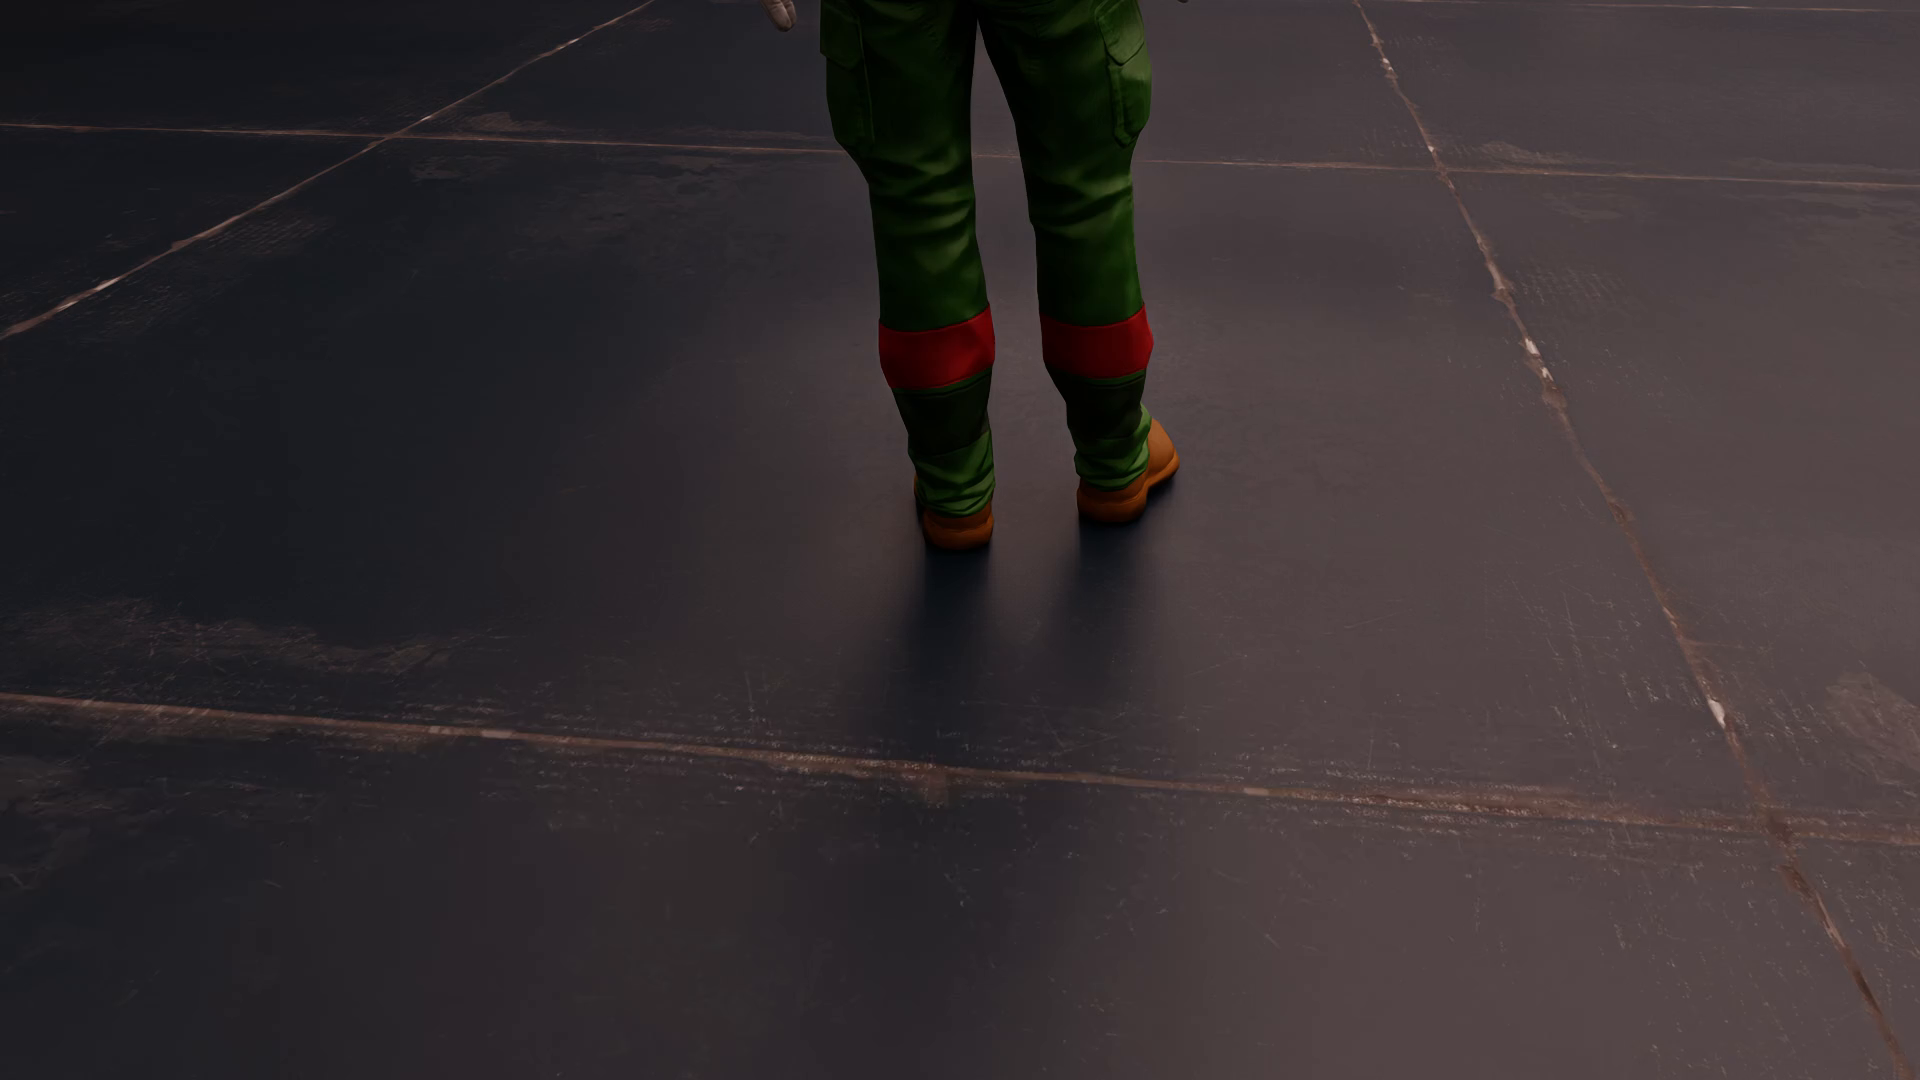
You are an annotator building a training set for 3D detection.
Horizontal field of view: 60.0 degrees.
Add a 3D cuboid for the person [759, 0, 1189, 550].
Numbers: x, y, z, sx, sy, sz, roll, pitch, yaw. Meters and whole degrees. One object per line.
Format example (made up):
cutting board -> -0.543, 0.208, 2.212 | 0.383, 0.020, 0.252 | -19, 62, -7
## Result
person -> 0.023, -0.842, 2.167 | 0.637, 1.787, 0.564 | 3, 27, 7
